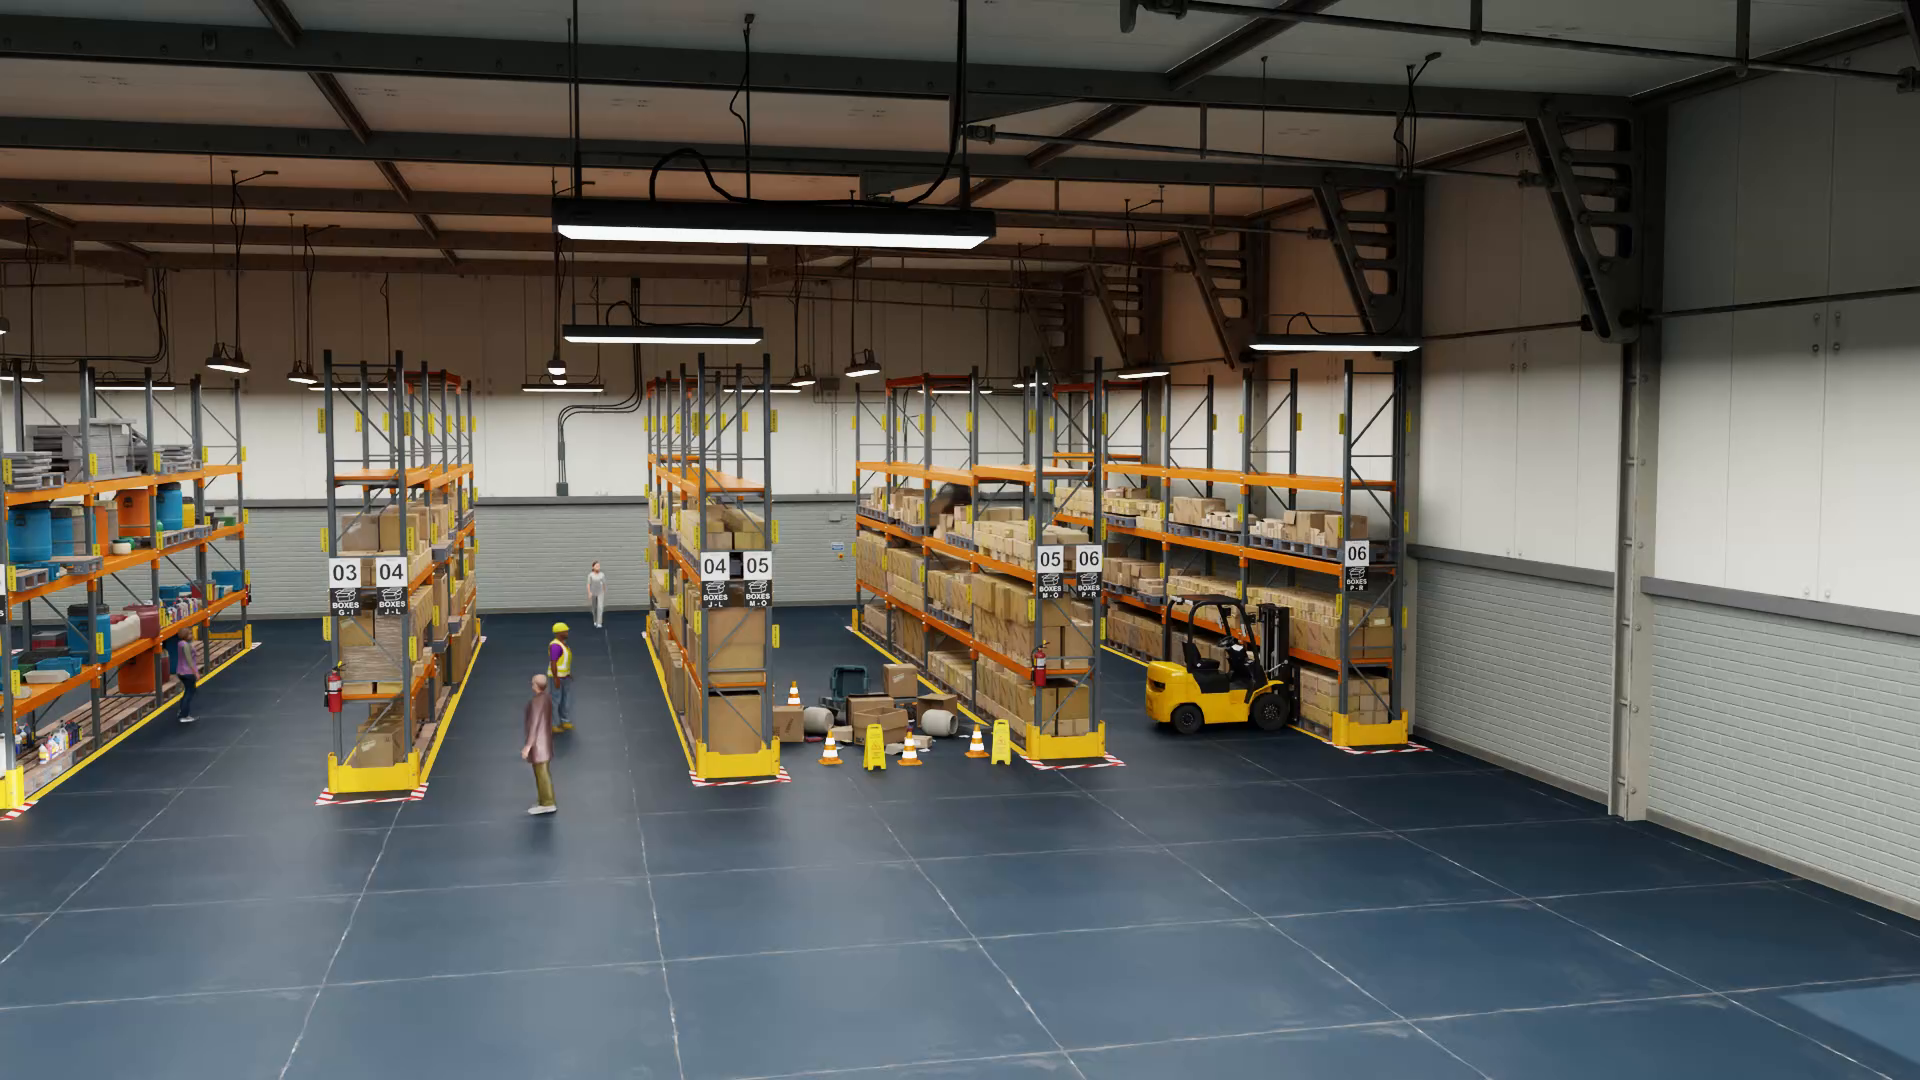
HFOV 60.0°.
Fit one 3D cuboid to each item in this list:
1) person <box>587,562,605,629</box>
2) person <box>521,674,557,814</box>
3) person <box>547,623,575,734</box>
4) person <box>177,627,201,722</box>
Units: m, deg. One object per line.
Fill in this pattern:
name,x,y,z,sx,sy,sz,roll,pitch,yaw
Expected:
person,-8.939,1.344,40.847,0.433,1.624,1.004,-1,4,-8
person,-5.406,2.628,21.420,0.398,1.804,0.644,0,4,-1
person,-6.506,2.233,27.129,0.398,1.783,0.681,1,4,11
person,-12.942,2.261,27.884,0.455,1.618,0.446,2,4,27
